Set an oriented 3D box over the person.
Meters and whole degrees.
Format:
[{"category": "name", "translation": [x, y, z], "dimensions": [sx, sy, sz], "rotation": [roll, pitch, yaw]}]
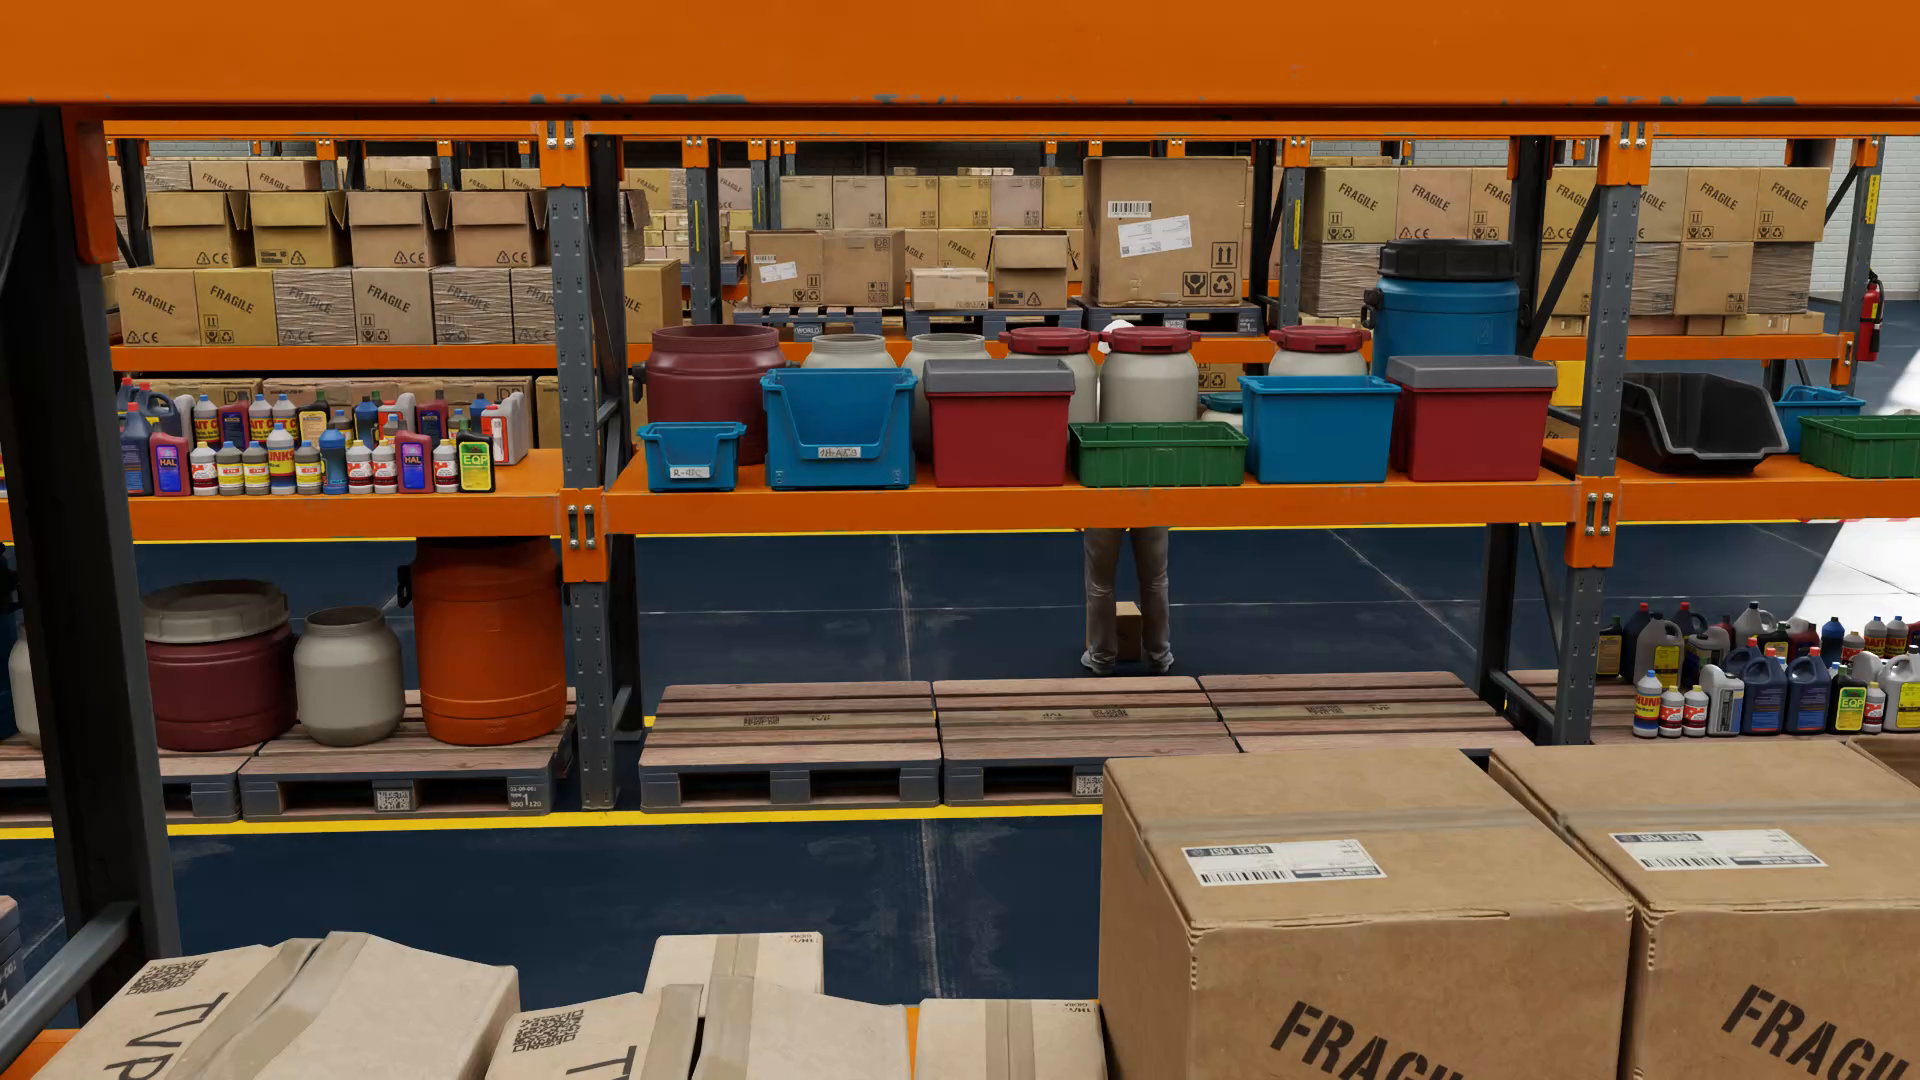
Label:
[{"category": "person", "translation": [0.820, -0.201, 8.275], "dimensions": [0.593, 1.771, 0.464], "rotation": [-2, 14, -7]}]
